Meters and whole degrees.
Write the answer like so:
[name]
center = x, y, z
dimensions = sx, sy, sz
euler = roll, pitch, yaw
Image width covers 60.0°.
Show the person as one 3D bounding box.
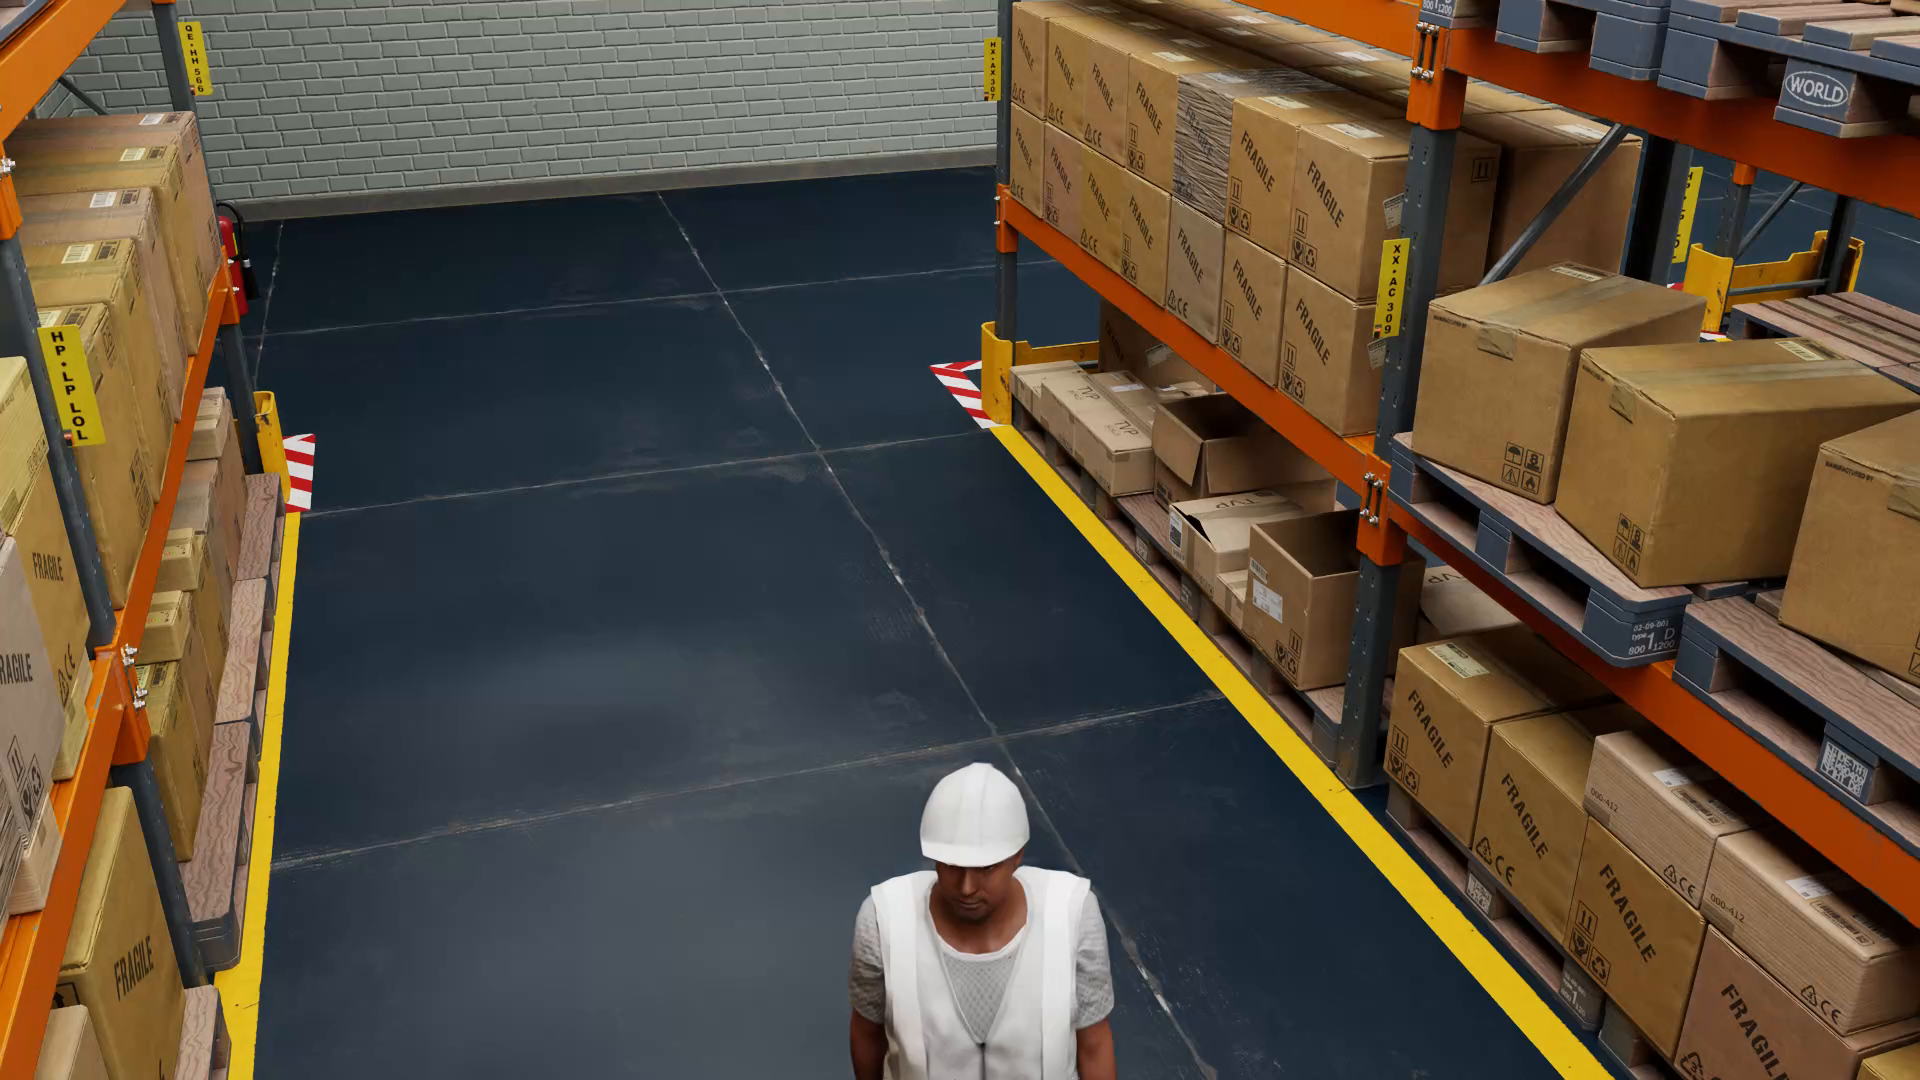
[person]
center = 0.050, 1.227, 3.539
dimensions = 0.564, 1.767, 0.731
euler = -1, 26, -2
